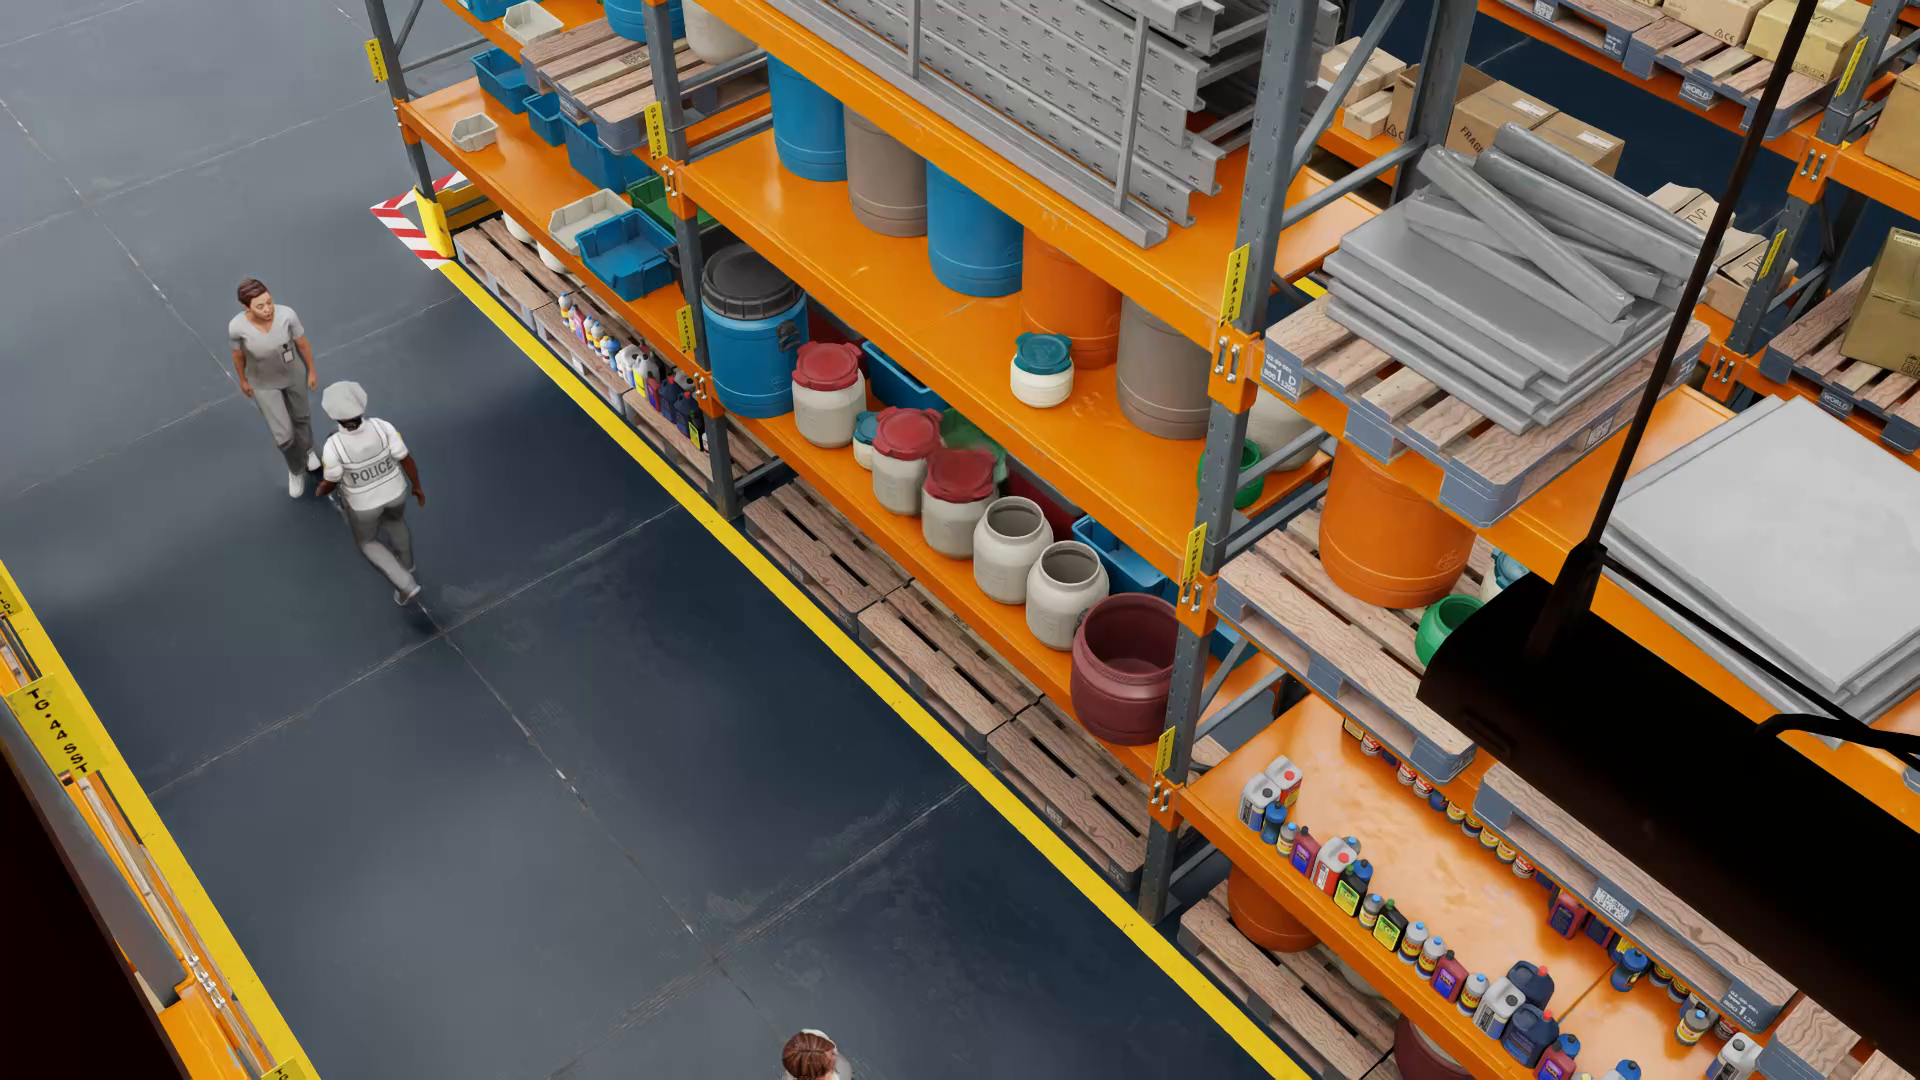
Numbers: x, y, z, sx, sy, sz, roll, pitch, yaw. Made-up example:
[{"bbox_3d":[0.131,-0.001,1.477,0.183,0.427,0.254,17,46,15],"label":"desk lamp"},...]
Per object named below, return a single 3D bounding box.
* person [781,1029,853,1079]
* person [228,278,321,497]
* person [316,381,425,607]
[{"bbox_3d":[-0.586,2.536,7.275,0.504,1.461,0.457,15,48,14],"label":"person"},{"bbox_3d":[-4.427,-1.048,10.836,0.484,1.678,0.527,-25,51,-22],"label":"person"},{"bbox_3d":[-3.533,-0.249,10.062,0.534,1.684,0.794,-33,55,-27],"label":"person"}]
